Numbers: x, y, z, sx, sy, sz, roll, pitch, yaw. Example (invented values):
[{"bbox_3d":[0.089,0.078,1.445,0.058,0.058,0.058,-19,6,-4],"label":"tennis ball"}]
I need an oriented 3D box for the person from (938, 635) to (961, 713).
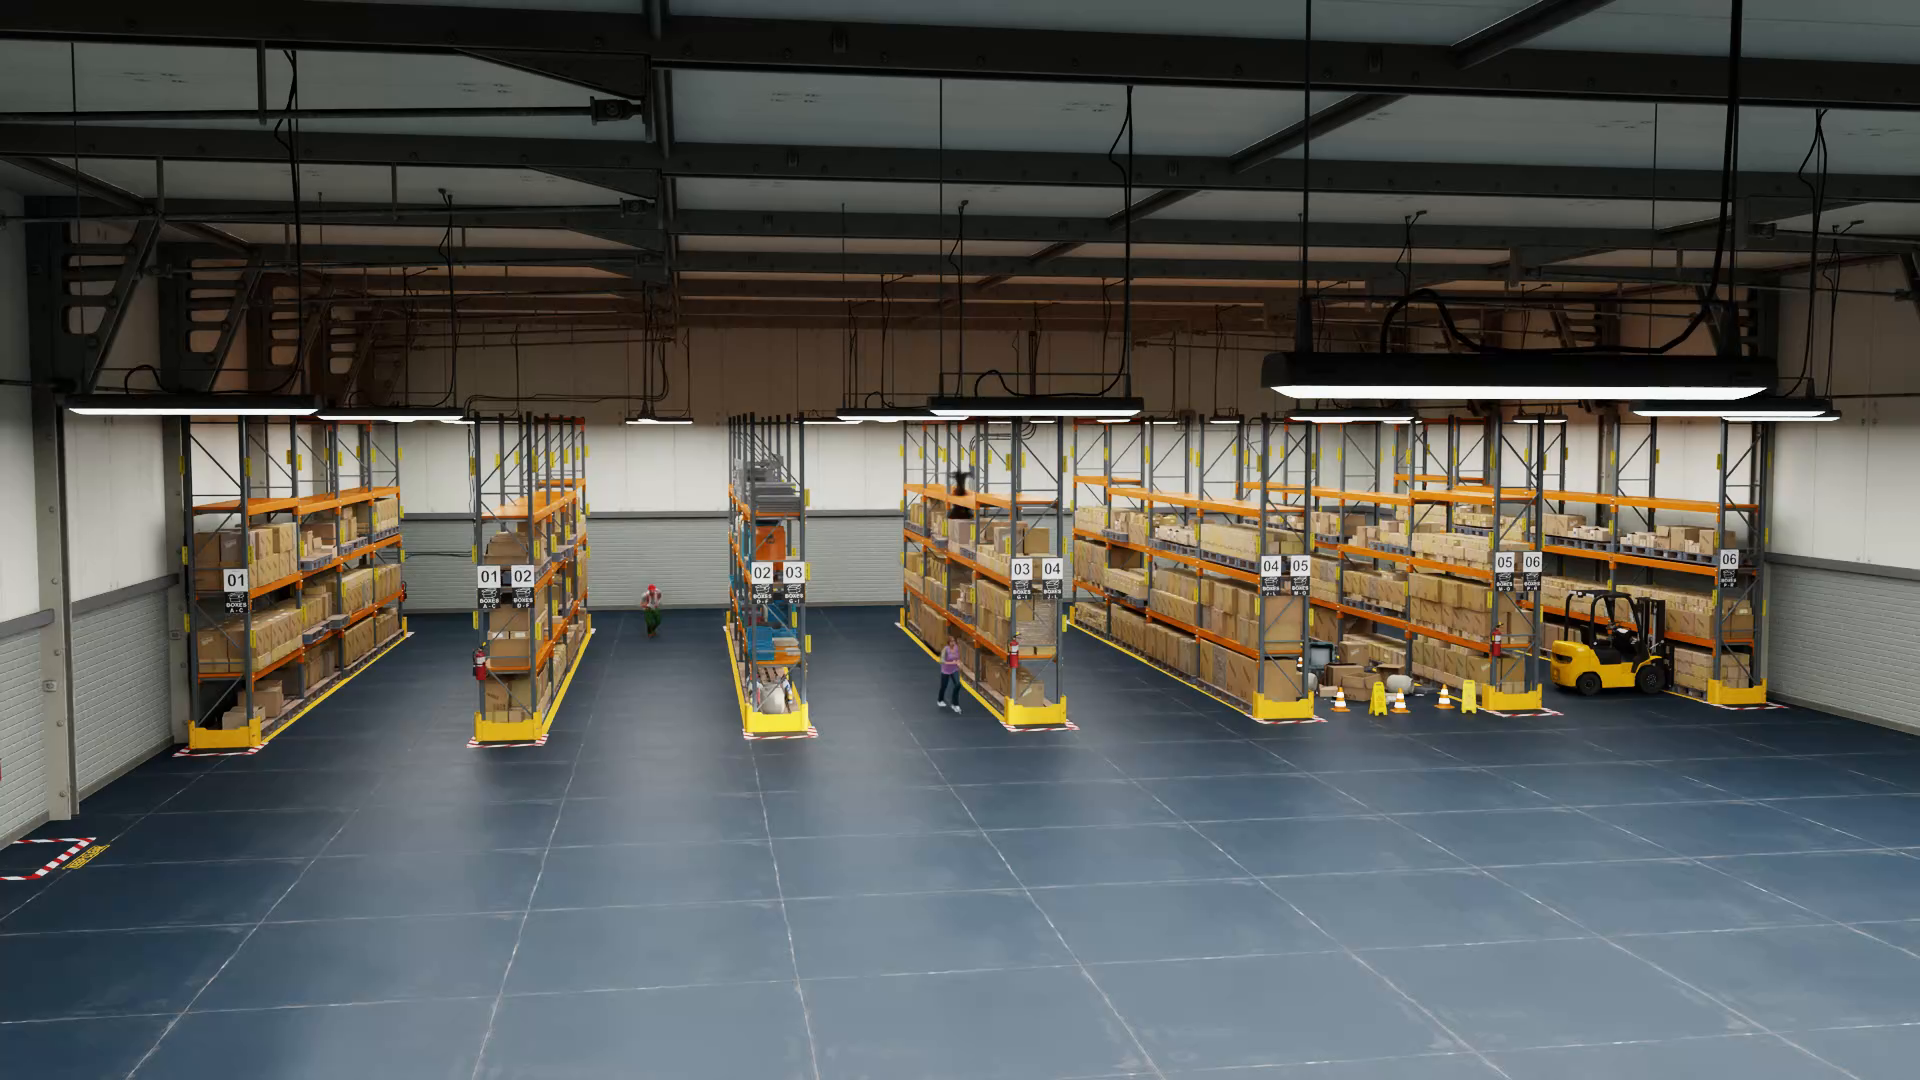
[{"bbox_3d":[-0.203,2.674,33.431,0.539,1.569,0.914,-2,4,-22],"label":"person"}]

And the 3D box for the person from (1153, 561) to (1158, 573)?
[{"bbox_3d":[5.912,1.469,50.550,0.795,1.673,0.486,-2,4,-28],"label":"person"}]

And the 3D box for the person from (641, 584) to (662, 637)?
[{"bbox_3d":[-8.339,1.911,45.036,0.712,1.492,0.889,-2,5,-32],"label":"person"}]
